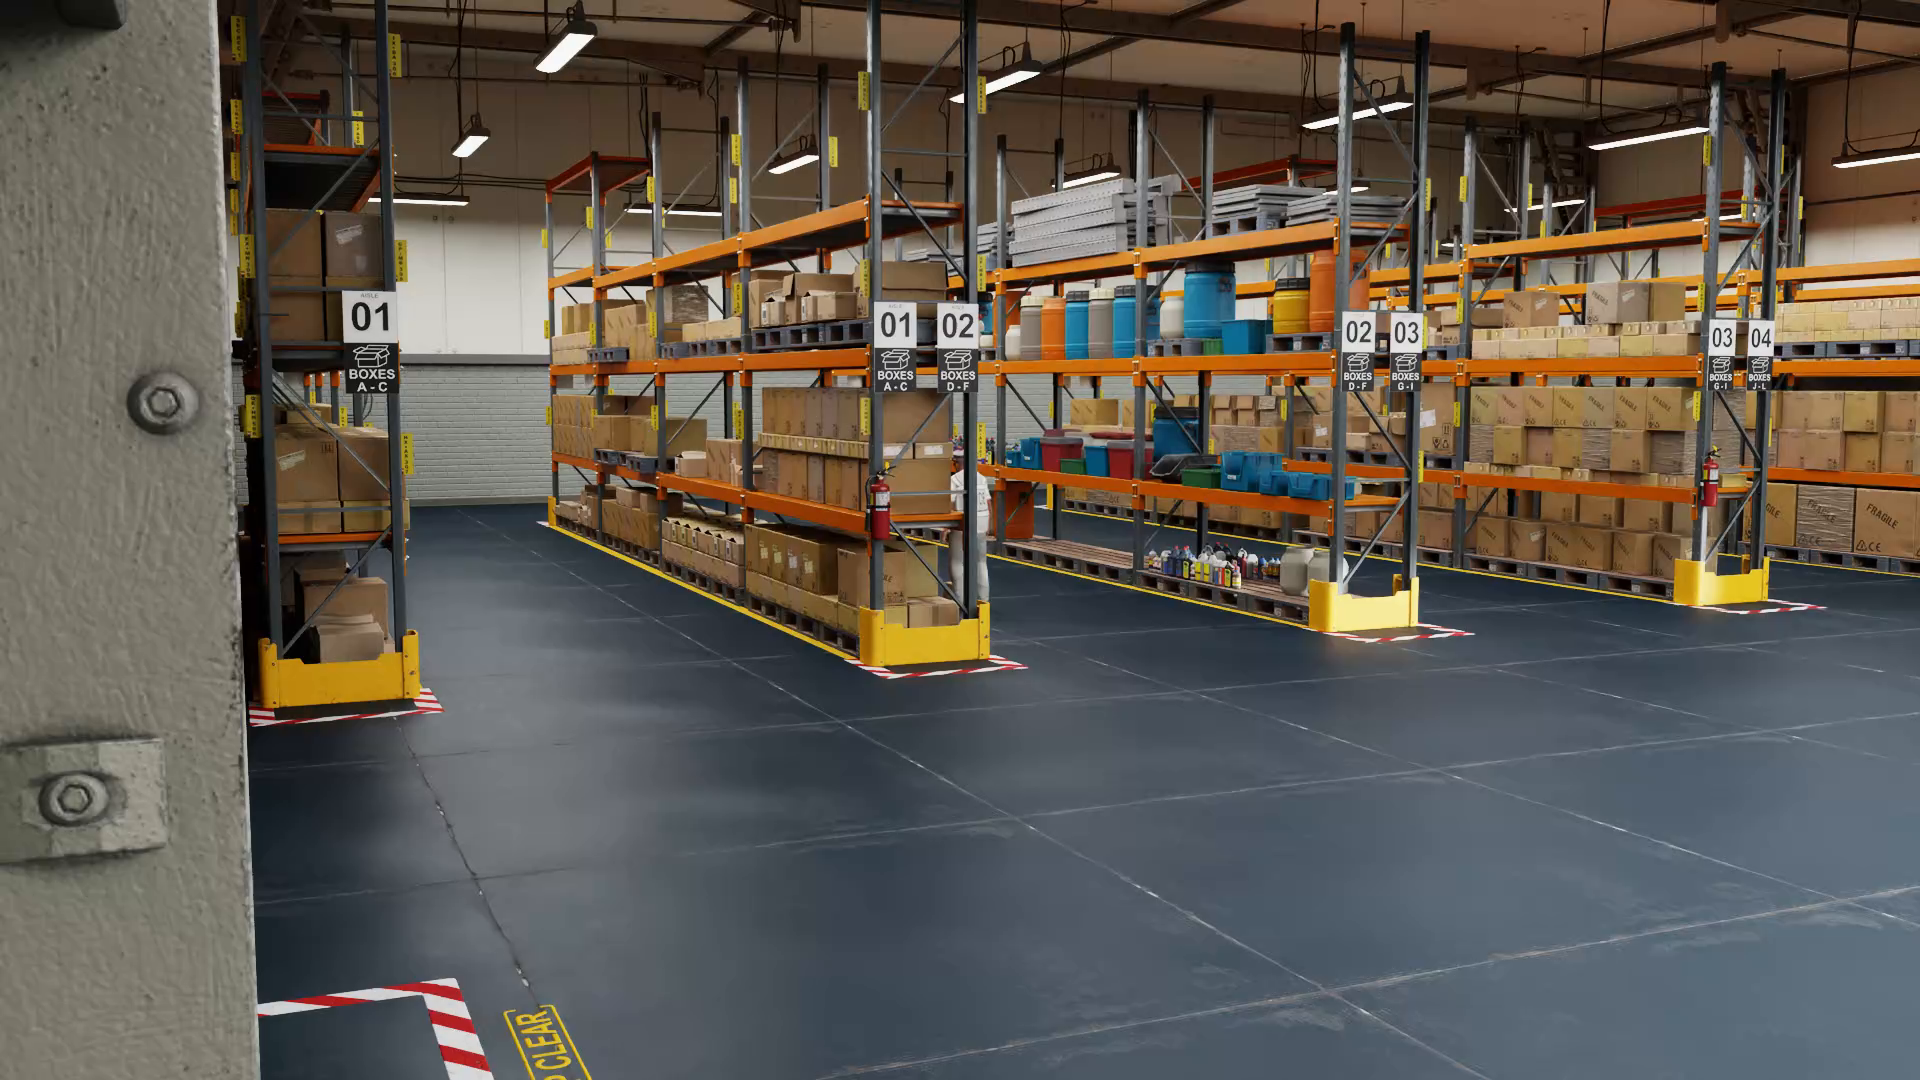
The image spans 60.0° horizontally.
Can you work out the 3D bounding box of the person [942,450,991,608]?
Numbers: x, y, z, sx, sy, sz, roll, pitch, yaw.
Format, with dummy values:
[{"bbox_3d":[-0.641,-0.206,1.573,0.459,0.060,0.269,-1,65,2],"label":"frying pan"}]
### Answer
[{"bbox_3d":[0.083,-0.117,18.455,0.606,1.750,0.443,-3,6,-27],"label":"person"}]
